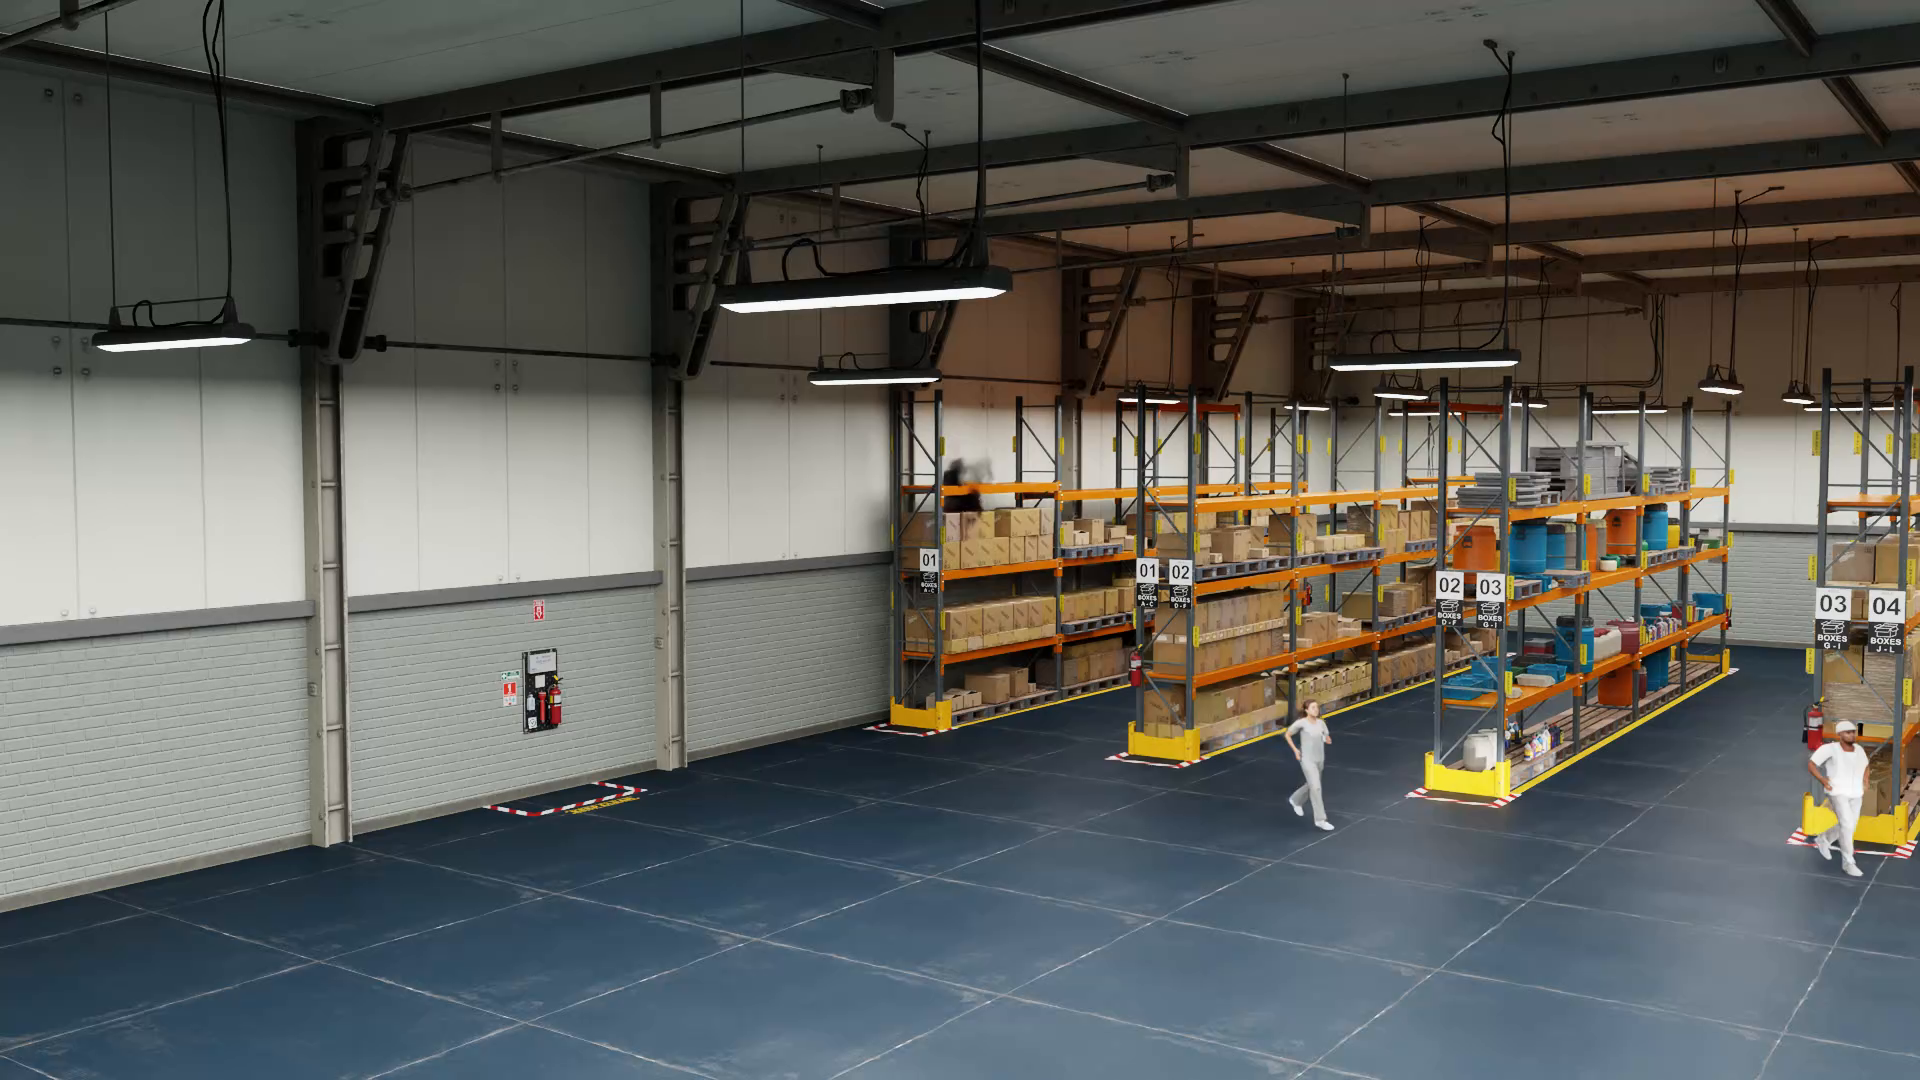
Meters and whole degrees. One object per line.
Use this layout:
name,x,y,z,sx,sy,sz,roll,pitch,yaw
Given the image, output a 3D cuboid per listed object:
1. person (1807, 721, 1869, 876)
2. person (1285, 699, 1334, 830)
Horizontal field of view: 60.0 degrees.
person,10.475,3.029,19.722,0.753,1.782,0.816,0,3,-9
person,4.620,2.910,21.889,0.565,1.651,0.970,-2,4,-29
